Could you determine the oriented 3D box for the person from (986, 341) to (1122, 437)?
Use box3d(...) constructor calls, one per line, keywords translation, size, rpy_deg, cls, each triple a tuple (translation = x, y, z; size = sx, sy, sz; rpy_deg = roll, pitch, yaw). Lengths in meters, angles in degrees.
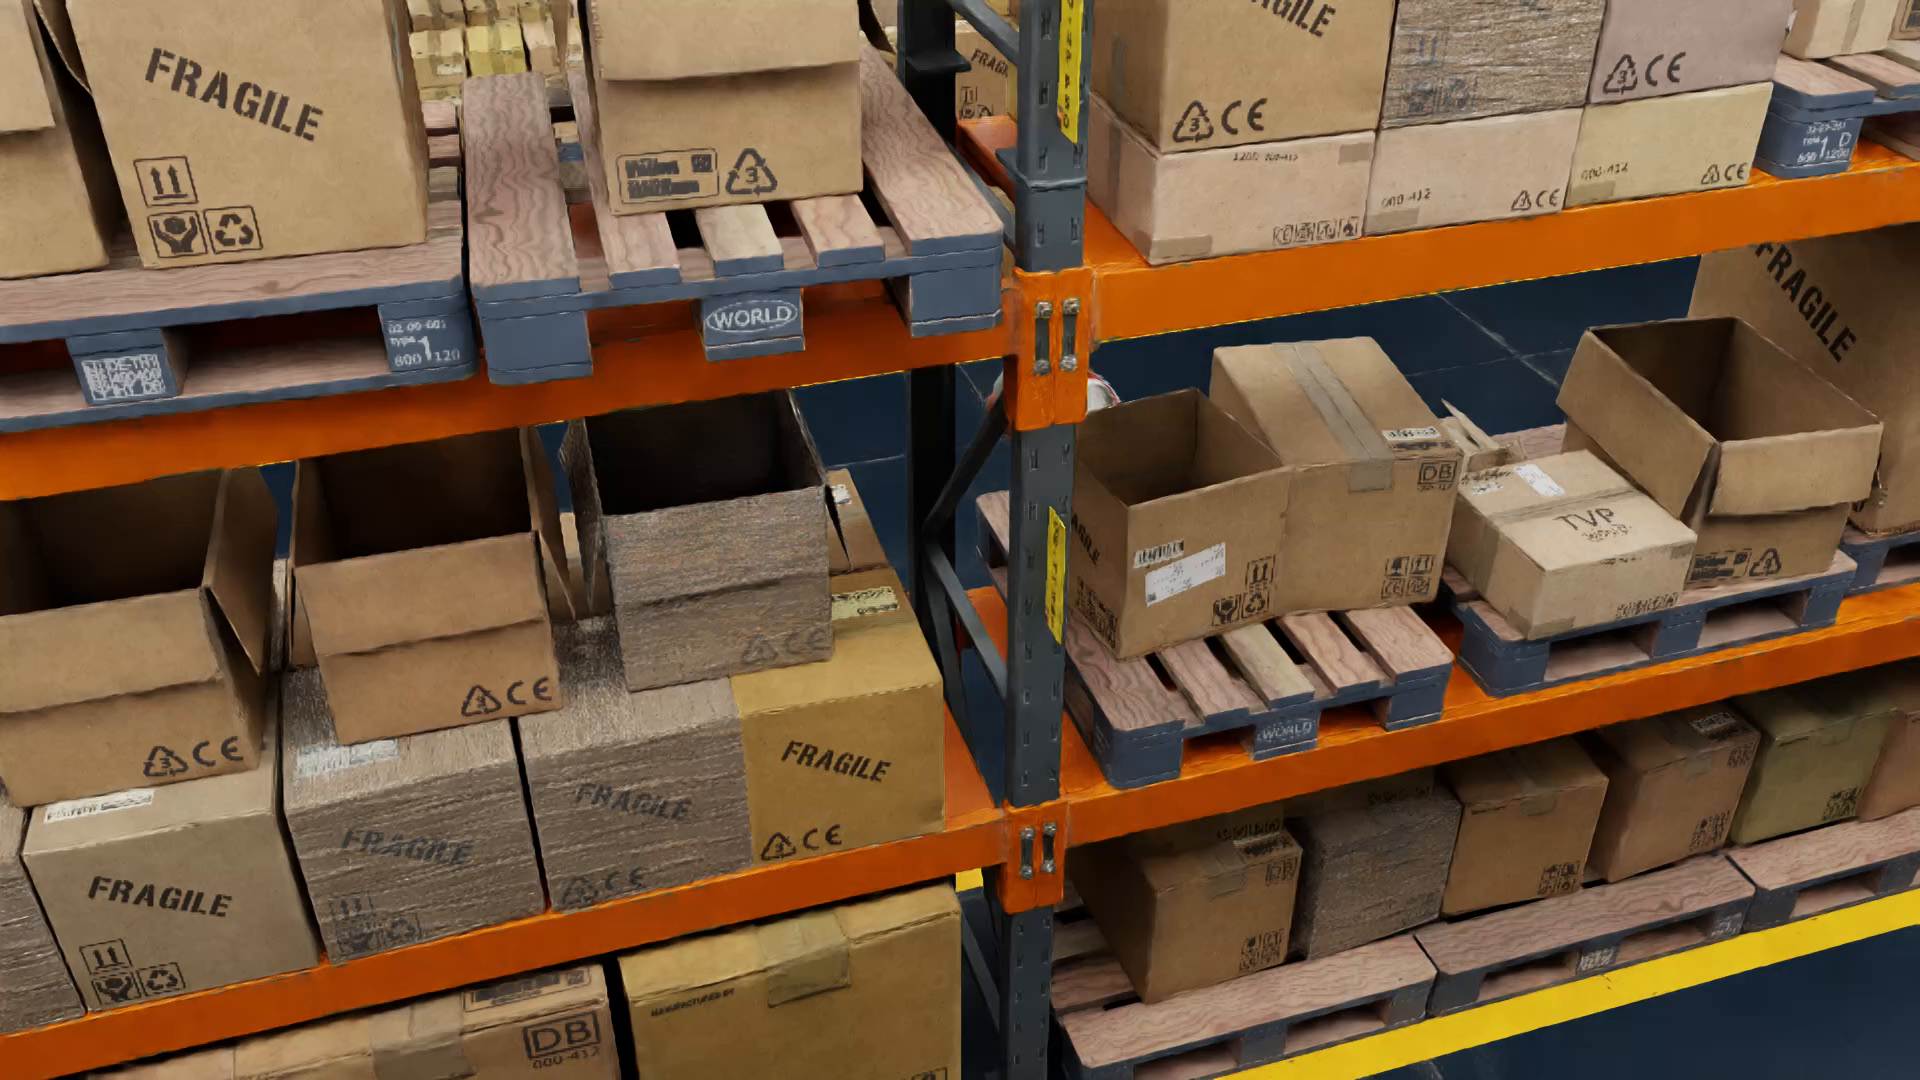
box3d(translation=(0.560, -0.173, 6.385), size=(0.710, 1.795, 0.709), rpy_deg=(-15, 36, -21), cls="person")
